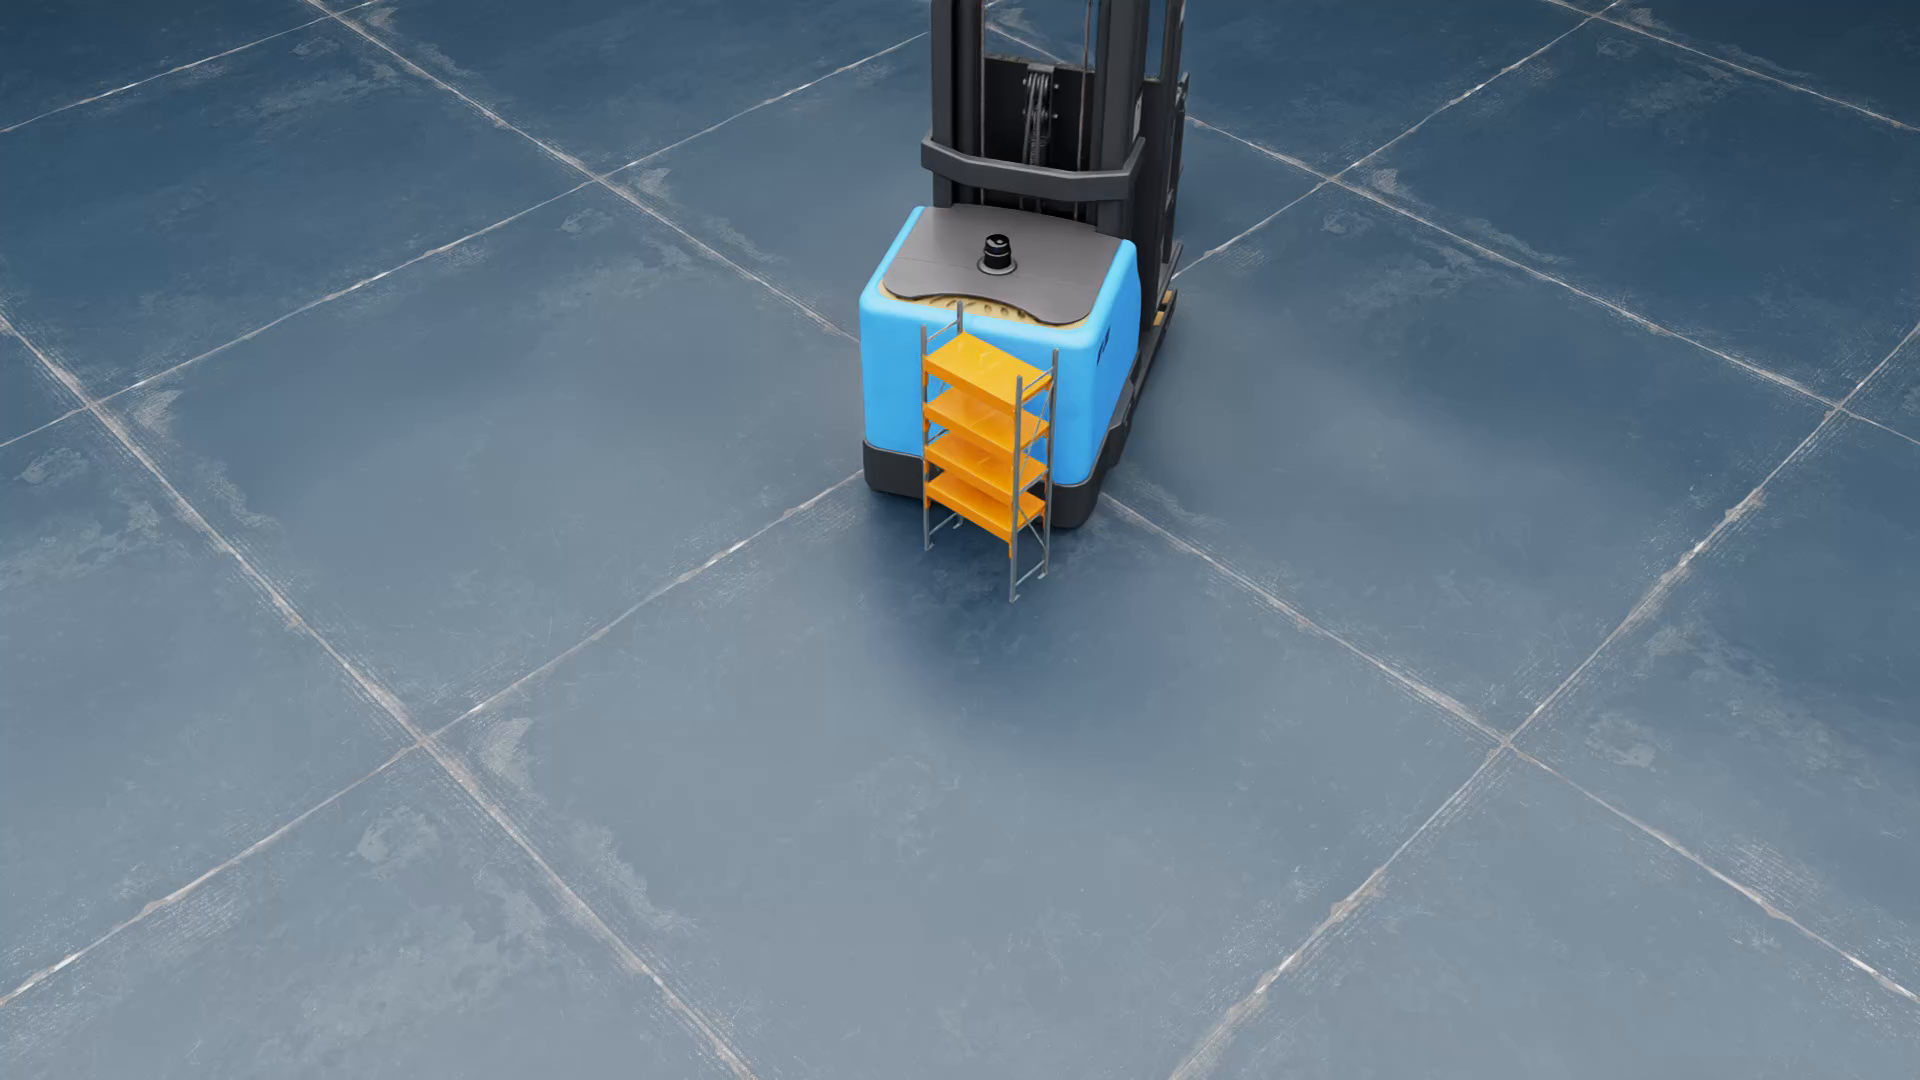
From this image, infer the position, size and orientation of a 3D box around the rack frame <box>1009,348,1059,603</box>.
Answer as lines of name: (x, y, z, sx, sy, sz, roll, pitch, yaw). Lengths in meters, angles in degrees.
rack frame: (0.295, -0.235, 6.738, 0.015, 1.200, 0.240, 31, 51, 29)

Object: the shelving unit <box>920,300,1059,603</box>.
shelving unit: (0.111, -0.344, 6.855, 0.503, 1.200, 0.258, 31, 51, 29)

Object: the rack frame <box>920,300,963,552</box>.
rack frame: (-0.072, -0.453, 6.973, 0.015, 1.200, 0.240, 31, 51, 29)

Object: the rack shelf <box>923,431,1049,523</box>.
rack shelf: (0.111, -0.295, 6.901, 0.480, 0.148, 0.258, 31, 51, 29)

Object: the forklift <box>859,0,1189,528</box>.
forklift: (0.486, -2.145, 7.529, 1.130, 2.935, 3.031, 12, 44, 13)

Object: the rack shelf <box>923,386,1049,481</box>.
rack shelf: (0.112, -0.459, 6.749, 0.480, 0.148, 0.258, 31, 51, 29)

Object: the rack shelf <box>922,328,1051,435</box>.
rack shelf: (0.112, -0.632, 6.588, 0.480, 0.148, 0.258, 31, 51, 29)

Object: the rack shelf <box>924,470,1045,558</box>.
rack shelf: (0.111, -0.149, 7.036, 0.480, 0.148, 0.258, 31, 51, 29)
